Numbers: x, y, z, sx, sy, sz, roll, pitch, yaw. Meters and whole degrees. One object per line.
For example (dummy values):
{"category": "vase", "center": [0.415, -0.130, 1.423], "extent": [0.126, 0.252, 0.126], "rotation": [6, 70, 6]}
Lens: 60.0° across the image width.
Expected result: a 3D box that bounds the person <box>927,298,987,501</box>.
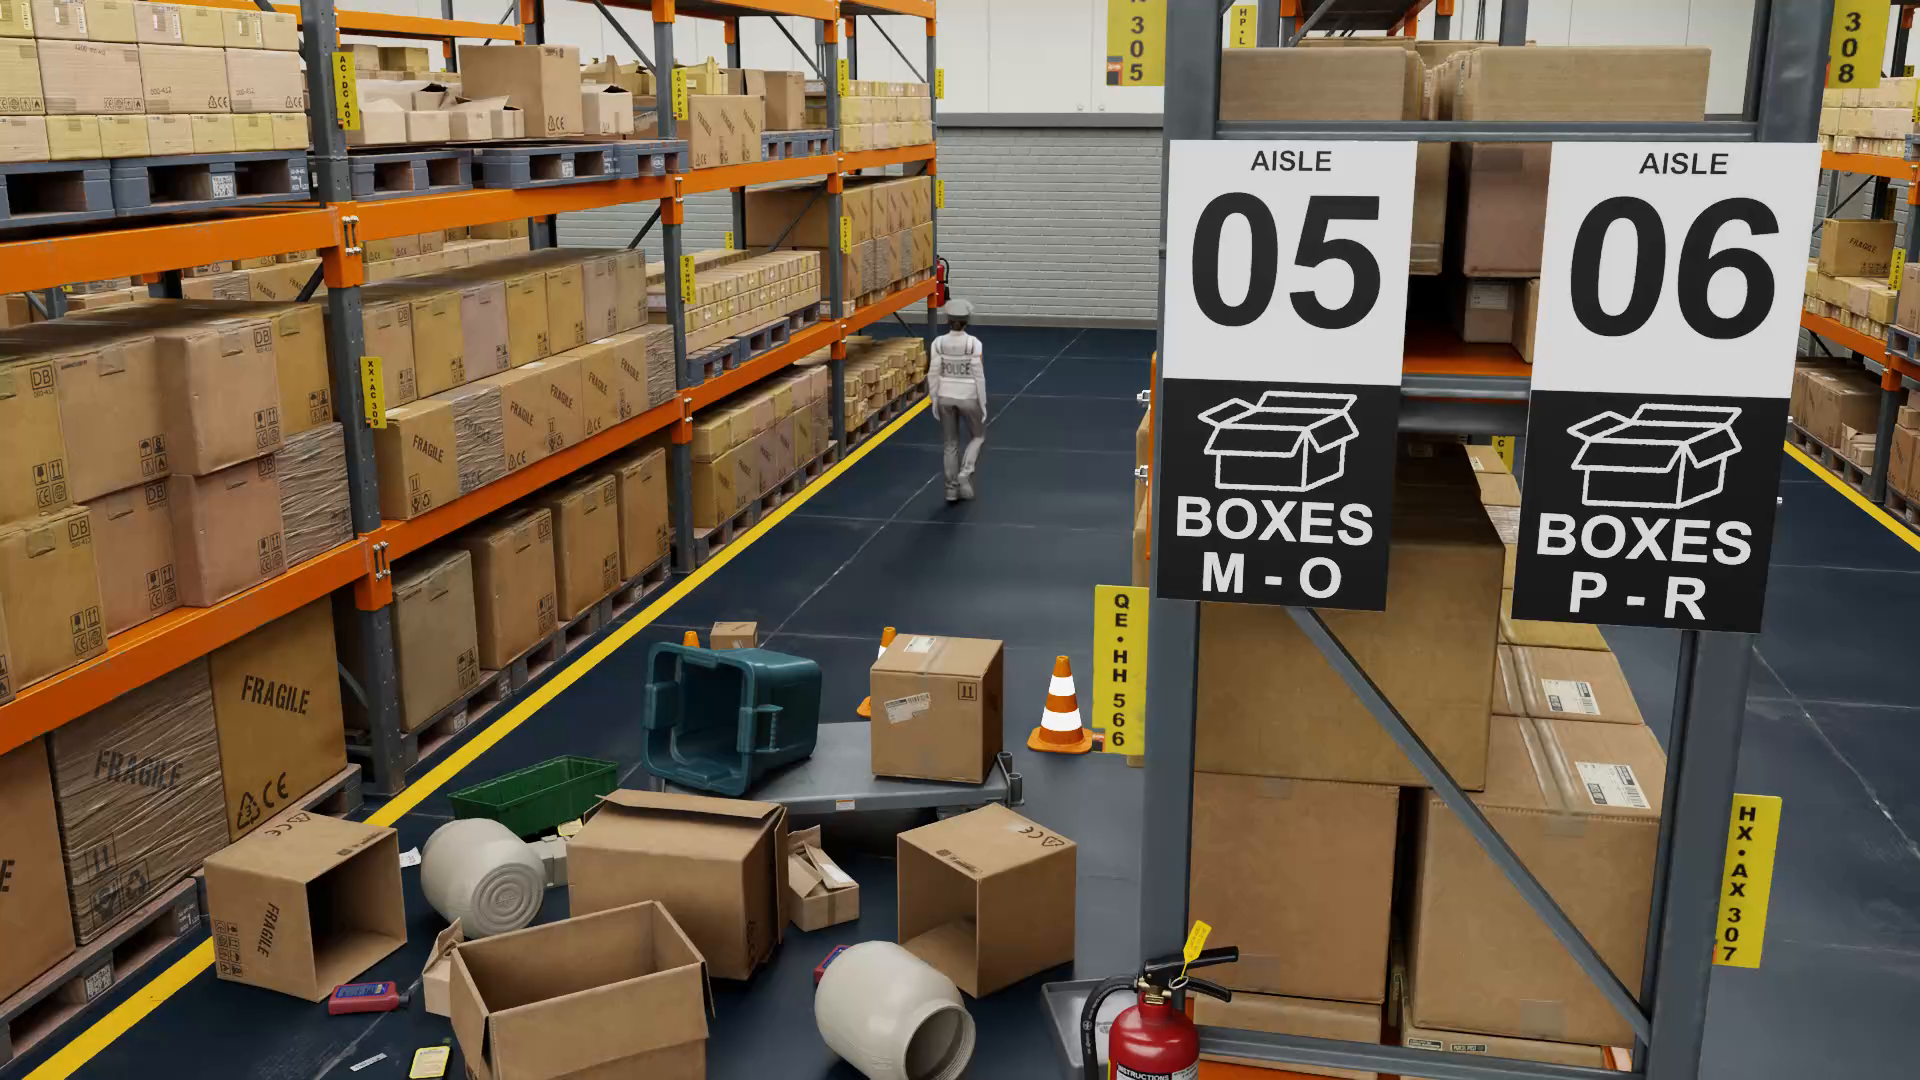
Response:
{"category": "person", "center": [-0.014, -1.149, 13.724], "extent": [0.497, 1.683, 0.454], "rotation": [3, 15, 12]}
